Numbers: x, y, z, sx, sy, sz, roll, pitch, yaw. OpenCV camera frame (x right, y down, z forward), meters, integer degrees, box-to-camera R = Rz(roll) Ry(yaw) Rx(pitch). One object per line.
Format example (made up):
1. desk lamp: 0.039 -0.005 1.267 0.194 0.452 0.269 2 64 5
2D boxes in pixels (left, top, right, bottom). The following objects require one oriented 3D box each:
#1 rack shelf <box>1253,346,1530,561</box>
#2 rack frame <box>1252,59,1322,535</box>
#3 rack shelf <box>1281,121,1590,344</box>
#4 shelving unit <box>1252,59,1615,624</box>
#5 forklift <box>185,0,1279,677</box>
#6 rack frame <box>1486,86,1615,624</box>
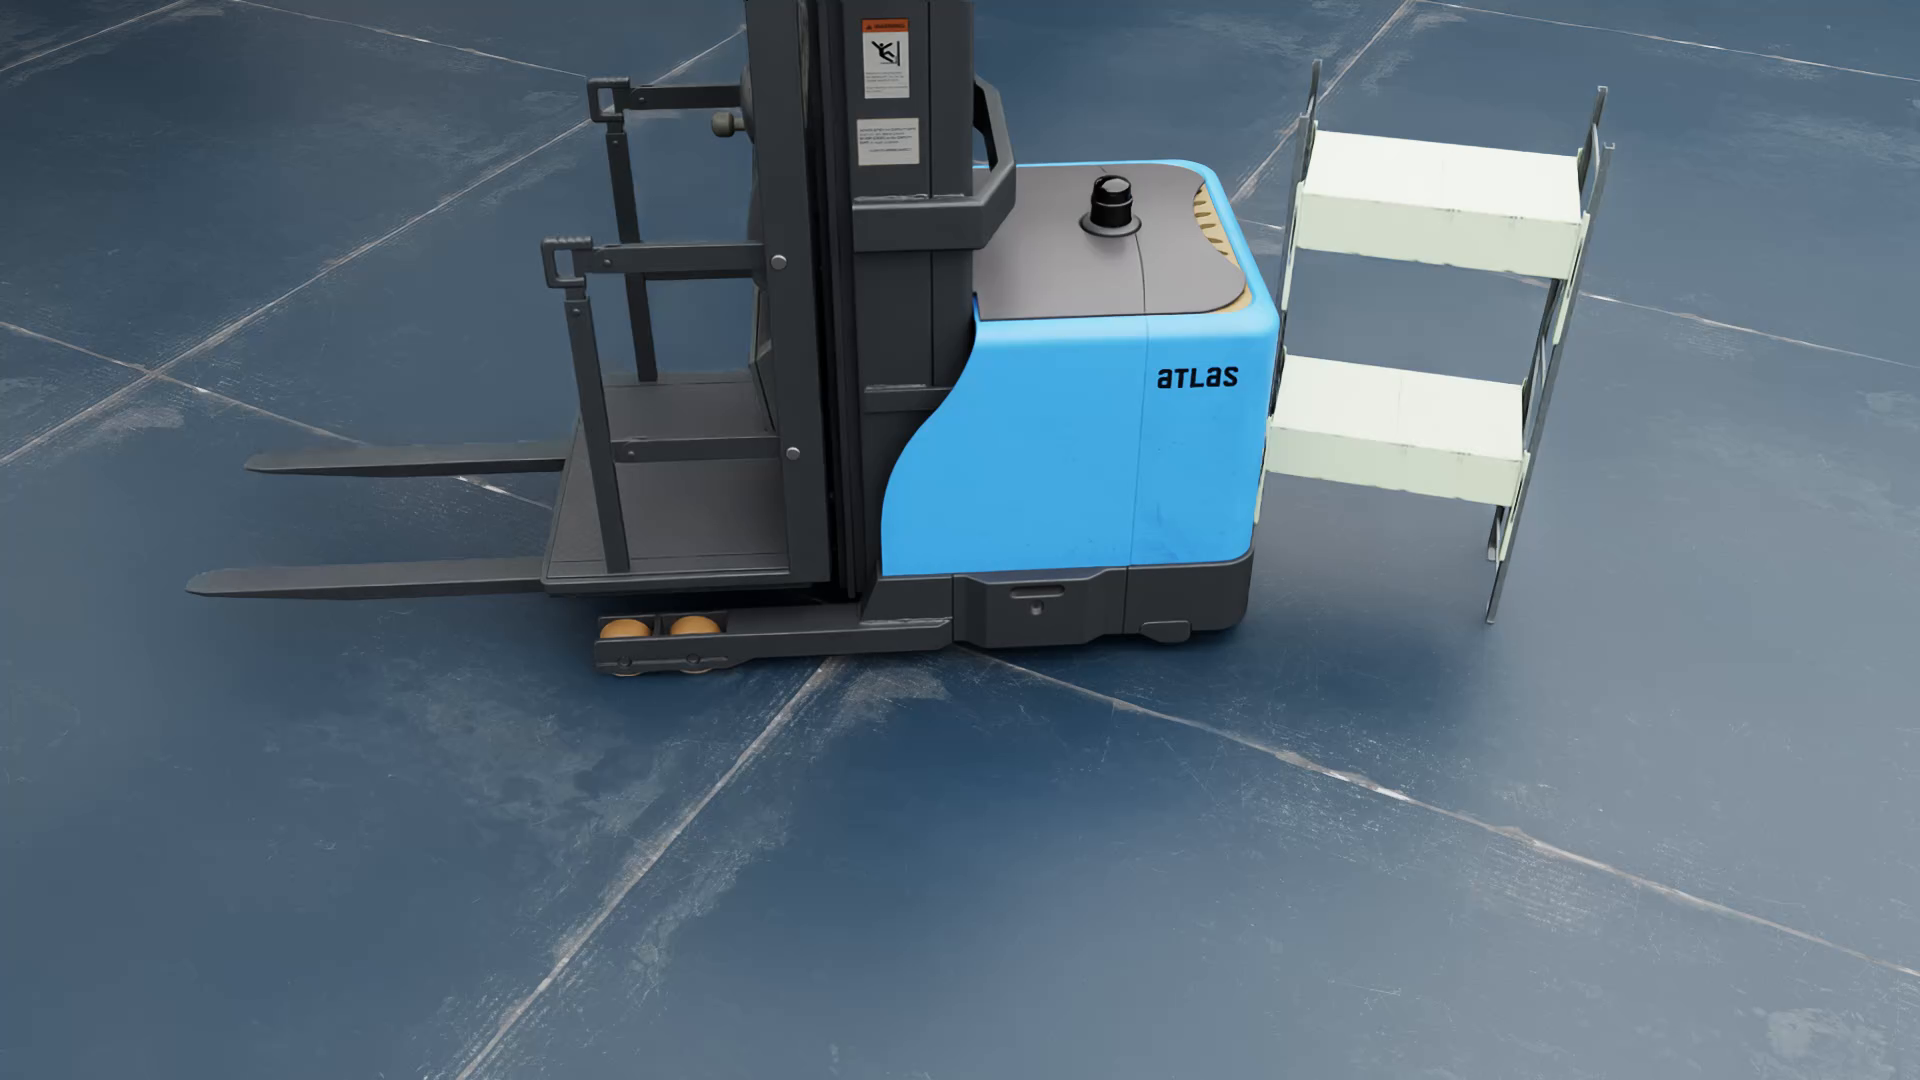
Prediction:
1. rack shelf: 1.267 -0.263 4.895 0.720 0.370 0.431 9 38 12
2. rack frame: 0.913 -0.578 4.772 0.023 1.500 0.400 9 38 12
3. rack shelf: 1.267 -0.833 4.462 0.720 0.370 0.431 9 38 12
4. shelving unit: 1.267 -0.522 4.697 0.755 1.500 0.431 9 38 12
5. forklift: -0.702 -1.110 4.288 3.031 2.935 1.130 -2 37 -3
6. rack frame: 1.621 -0.466 4.623 0.023 1.500 0.400 9 38 12
